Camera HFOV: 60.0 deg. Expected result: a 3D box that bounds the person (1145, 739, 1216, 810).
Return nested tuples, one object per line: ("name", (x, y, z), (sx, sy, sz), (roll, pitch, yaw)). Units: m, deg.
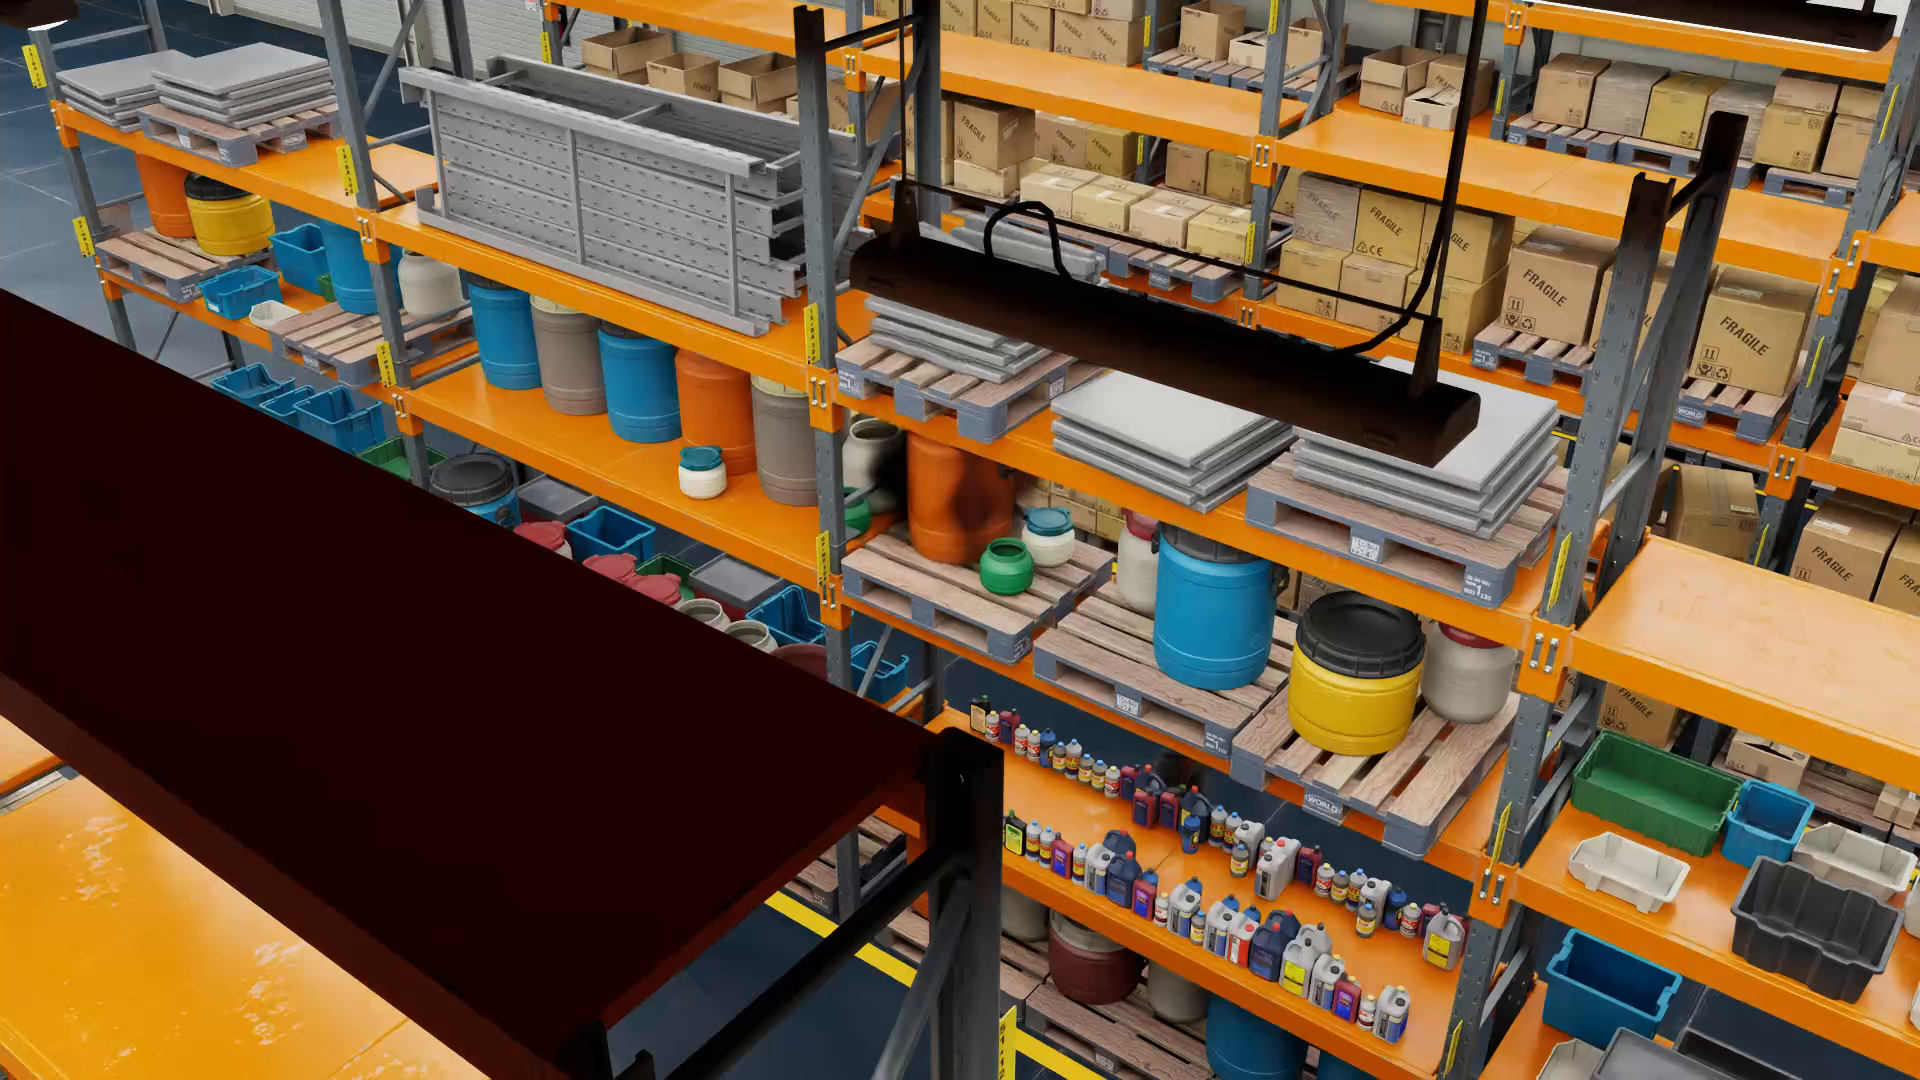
("person", (1.523, 1.510, 11.284), (0.928, 1.580, 0.453), (27, 40, 36))
